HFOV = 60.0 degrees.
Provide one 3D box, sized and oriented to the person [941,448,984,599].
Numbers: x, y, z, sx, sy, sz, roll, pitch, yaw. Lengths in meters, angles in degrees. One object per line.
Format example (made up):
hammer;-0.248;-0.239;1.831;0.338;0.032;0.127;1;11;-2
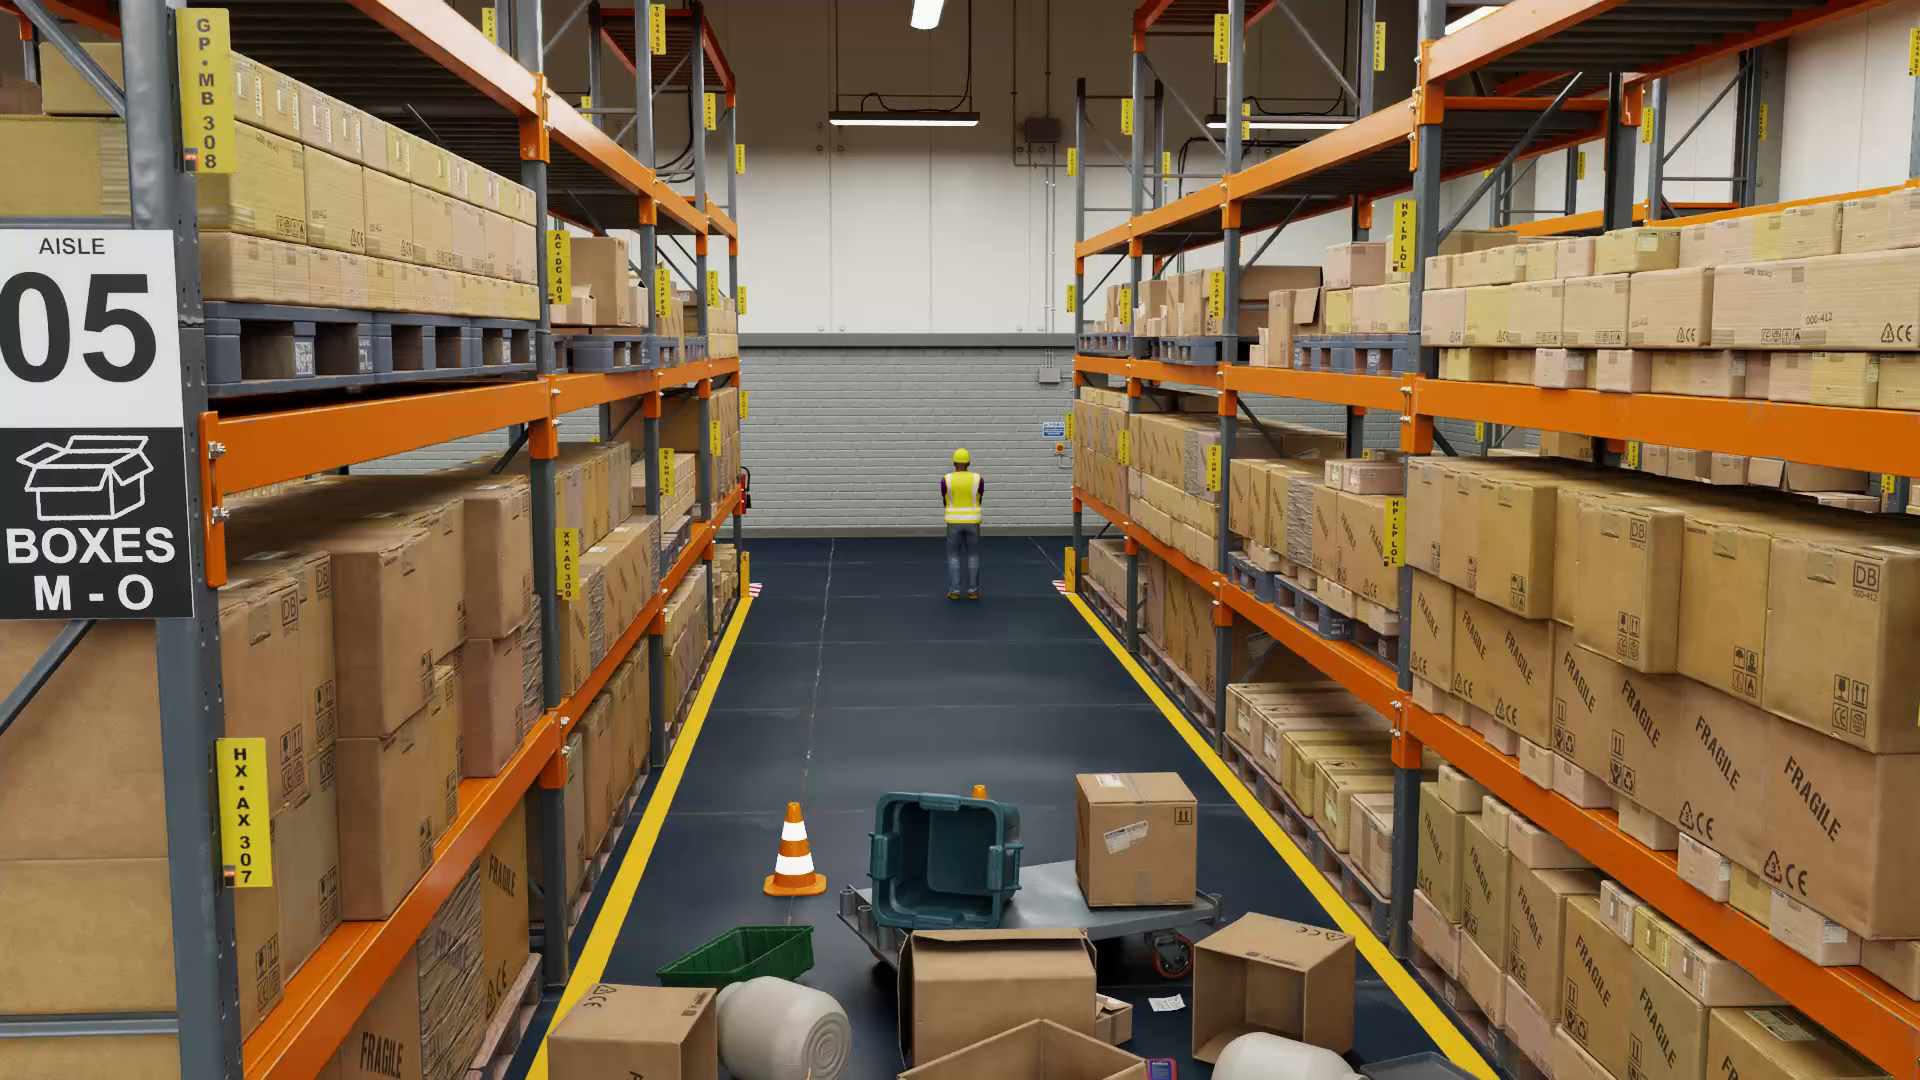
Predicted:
person;0.021;-0.200;19.342;0.503;1.760;0.587;0;7;-3
